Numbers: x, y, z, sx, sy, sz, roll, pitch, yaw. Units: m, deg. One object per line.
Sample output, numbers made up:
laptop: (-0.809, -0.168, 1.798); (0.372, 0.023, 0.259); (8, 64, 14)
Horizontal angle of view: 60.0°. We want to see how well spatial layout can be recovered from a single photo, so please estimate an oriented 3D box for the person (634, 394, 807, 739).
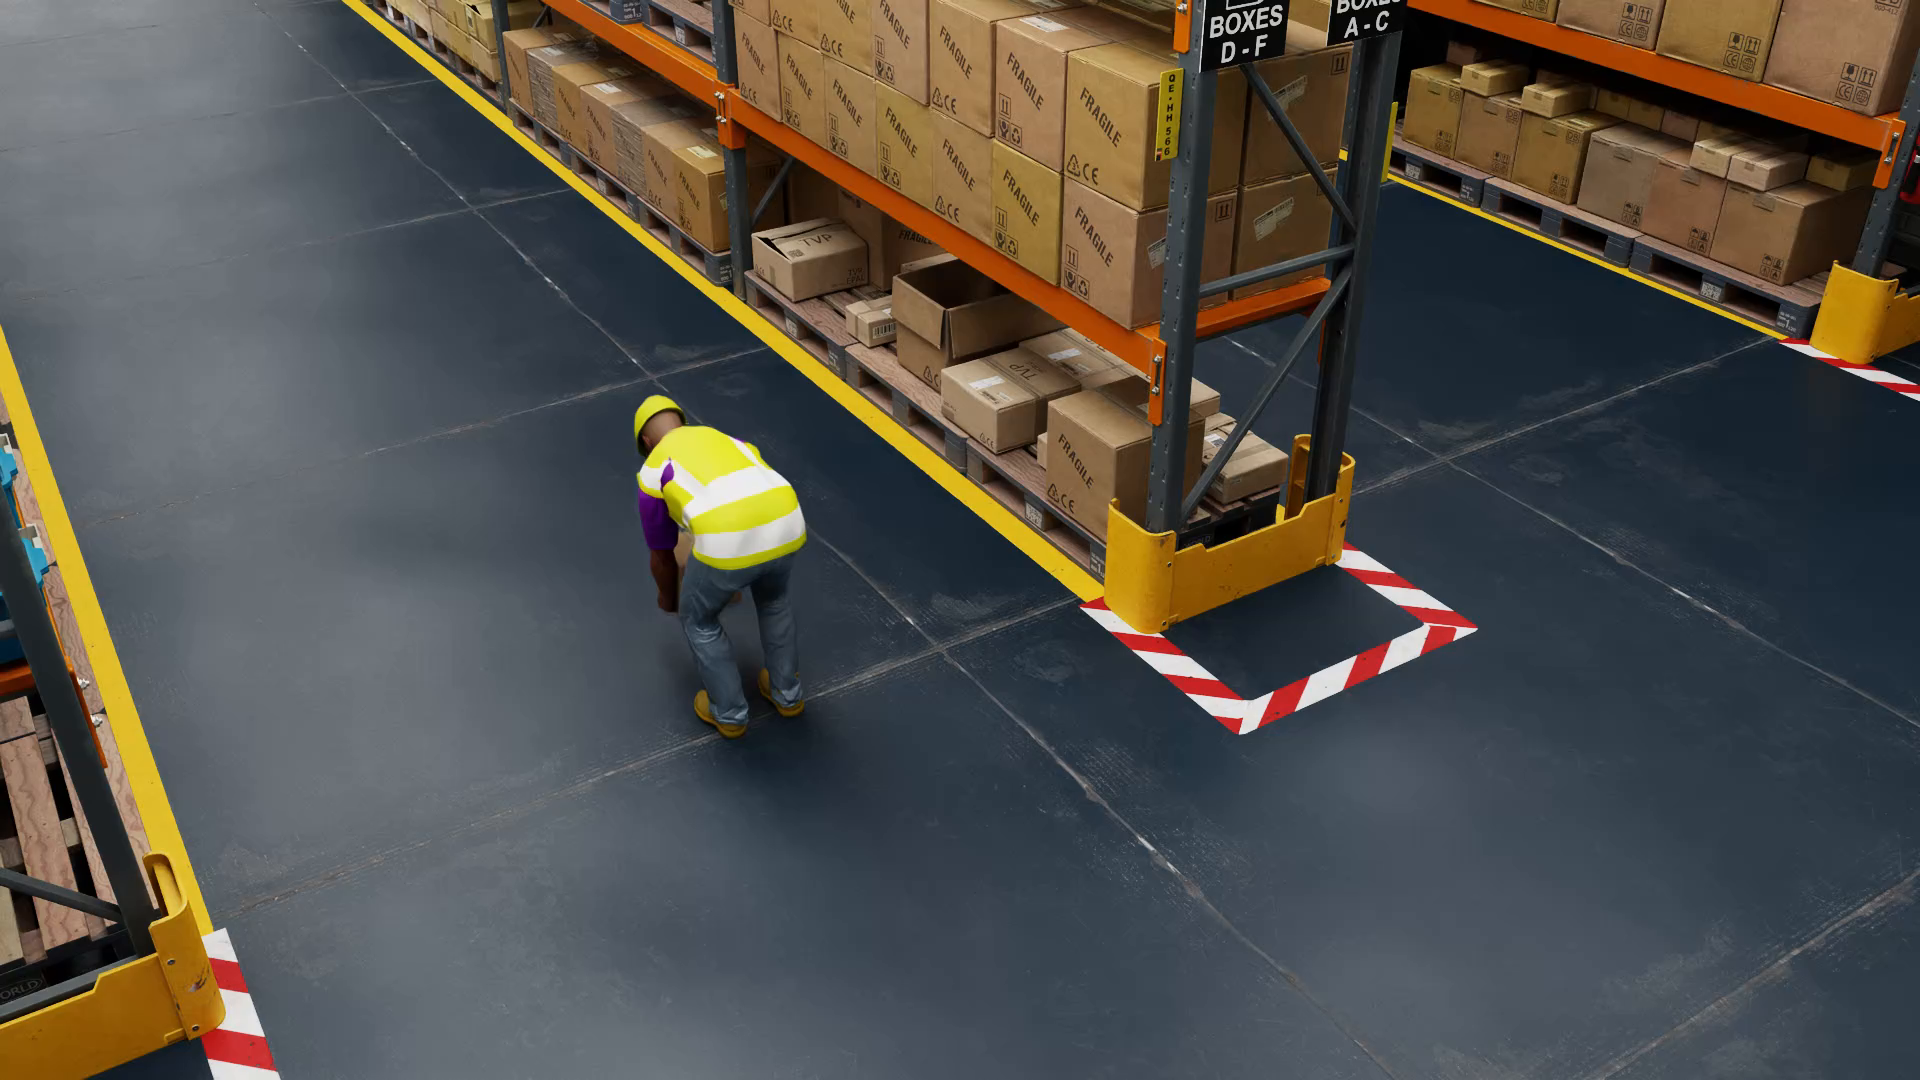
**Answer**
person: (-0.975, 0.097, 6.535); (0.477, 1.148, 0.974); (-20, 38, -29)
